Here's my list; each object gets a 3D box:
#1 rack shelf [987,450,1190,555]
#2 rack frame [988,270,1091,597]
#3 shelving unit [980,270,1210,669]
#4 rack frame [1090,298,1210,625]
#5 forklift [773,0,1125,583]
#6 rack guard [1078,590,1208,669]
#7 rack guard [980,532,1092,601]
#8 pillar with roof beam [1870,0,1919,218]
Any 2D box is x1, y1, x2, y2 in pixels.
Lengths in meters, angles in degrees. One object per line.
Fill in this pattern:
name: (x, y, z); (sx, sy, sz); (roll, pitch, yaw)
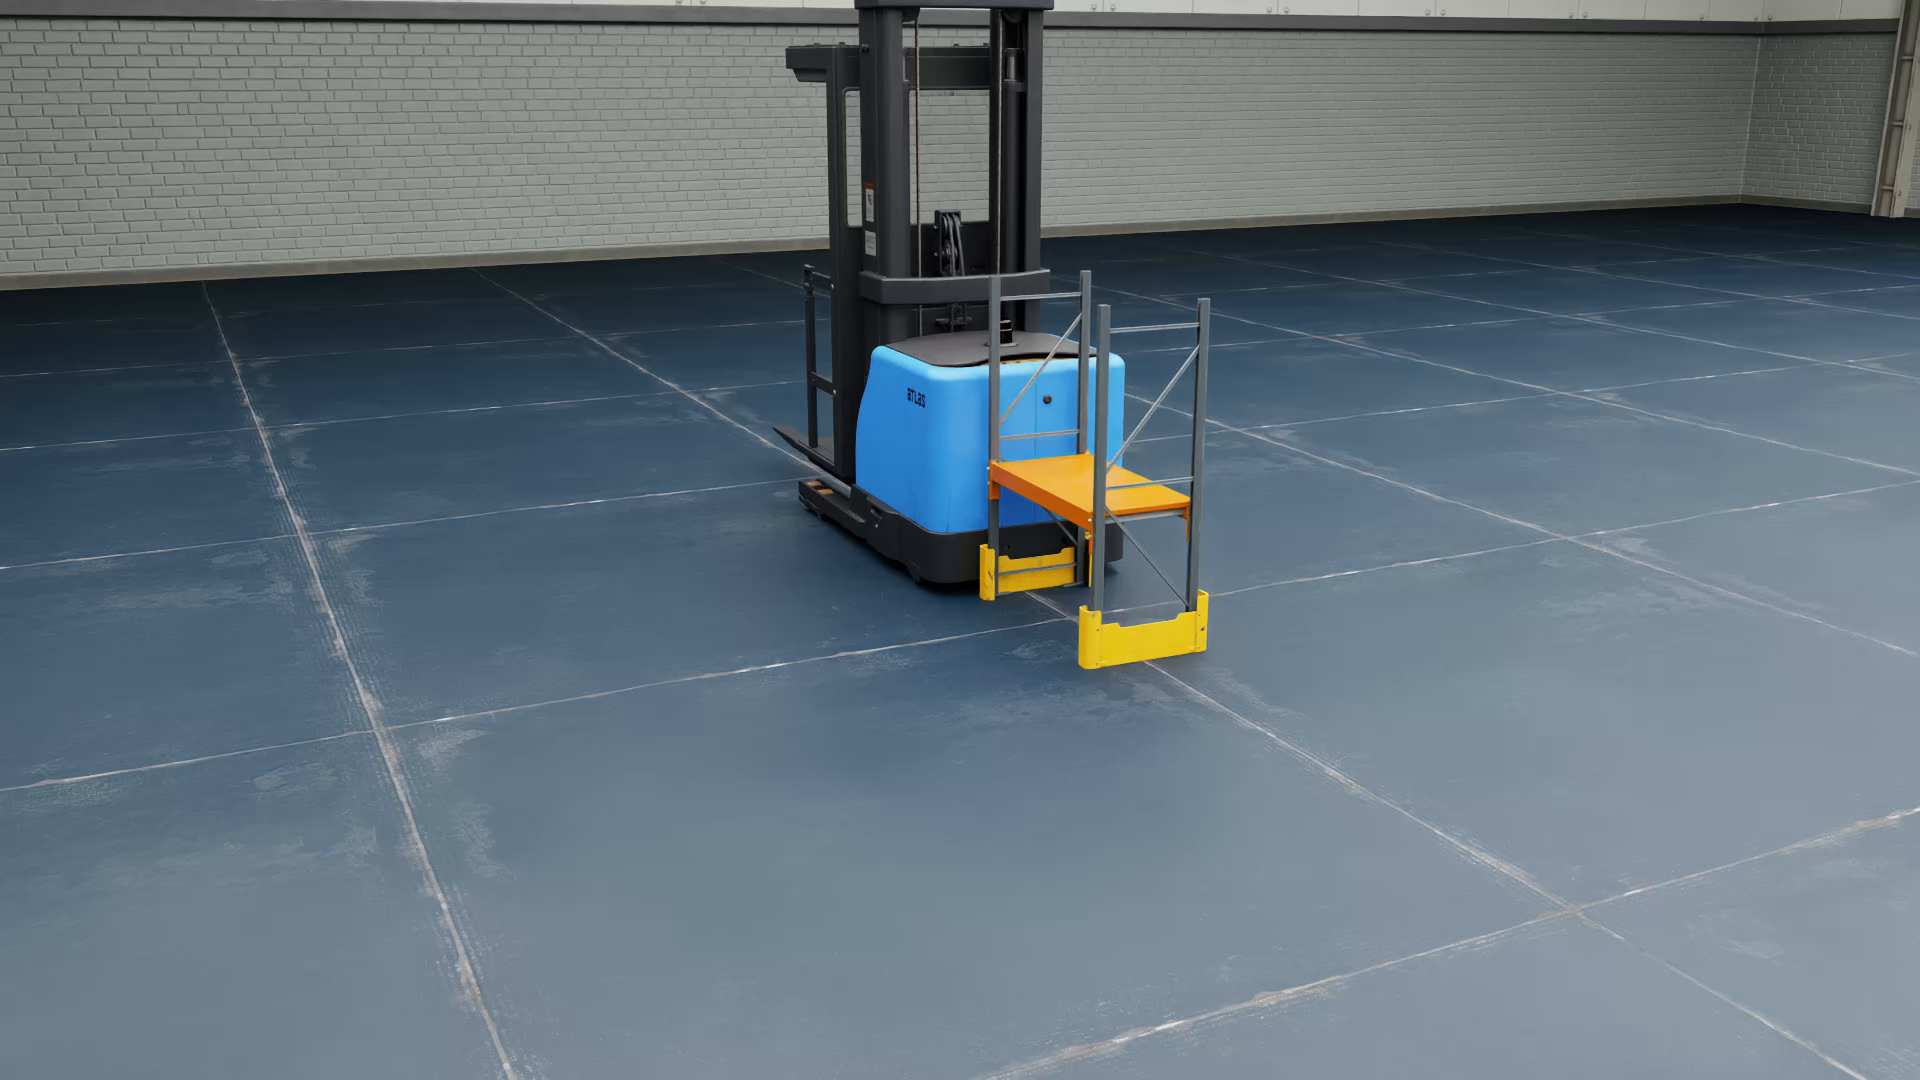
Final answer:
rack shelf: (0.569, -0.182, 7.317); (0.538, 0.185, 1.000); (-7, 17, -23)
rack frame: (0.364, -0.483, 7.715); (0.500, 1.500, 0.032); (-7, 17, -23)
shelving unit: (0.573, -0.352, 7.259); (0.587, 1.500, 1.083); (-7, 17, -23)
rack frame: (0.774, -0.226, 6.820); (0.500, 1.500, 0.032); (-7, 17, -23)
forklift: (-0.255, -1.568, 8.901); (1.130, 2.935, 3.031); (-7, 17, -23)
rack guard: (0.774, 0.374, 6.994); (0.587, 0.250, 0.087); (-7, 17, -23)
rack guard: (0.372, 0.123, 7.870); (0.587, 0.250, 0.087); (-7, 17, -23)
pillar with roof beam: (11.315, -9.108, 24.176); (9.100, 9.000, 0.400); (-8, 18, -25)
